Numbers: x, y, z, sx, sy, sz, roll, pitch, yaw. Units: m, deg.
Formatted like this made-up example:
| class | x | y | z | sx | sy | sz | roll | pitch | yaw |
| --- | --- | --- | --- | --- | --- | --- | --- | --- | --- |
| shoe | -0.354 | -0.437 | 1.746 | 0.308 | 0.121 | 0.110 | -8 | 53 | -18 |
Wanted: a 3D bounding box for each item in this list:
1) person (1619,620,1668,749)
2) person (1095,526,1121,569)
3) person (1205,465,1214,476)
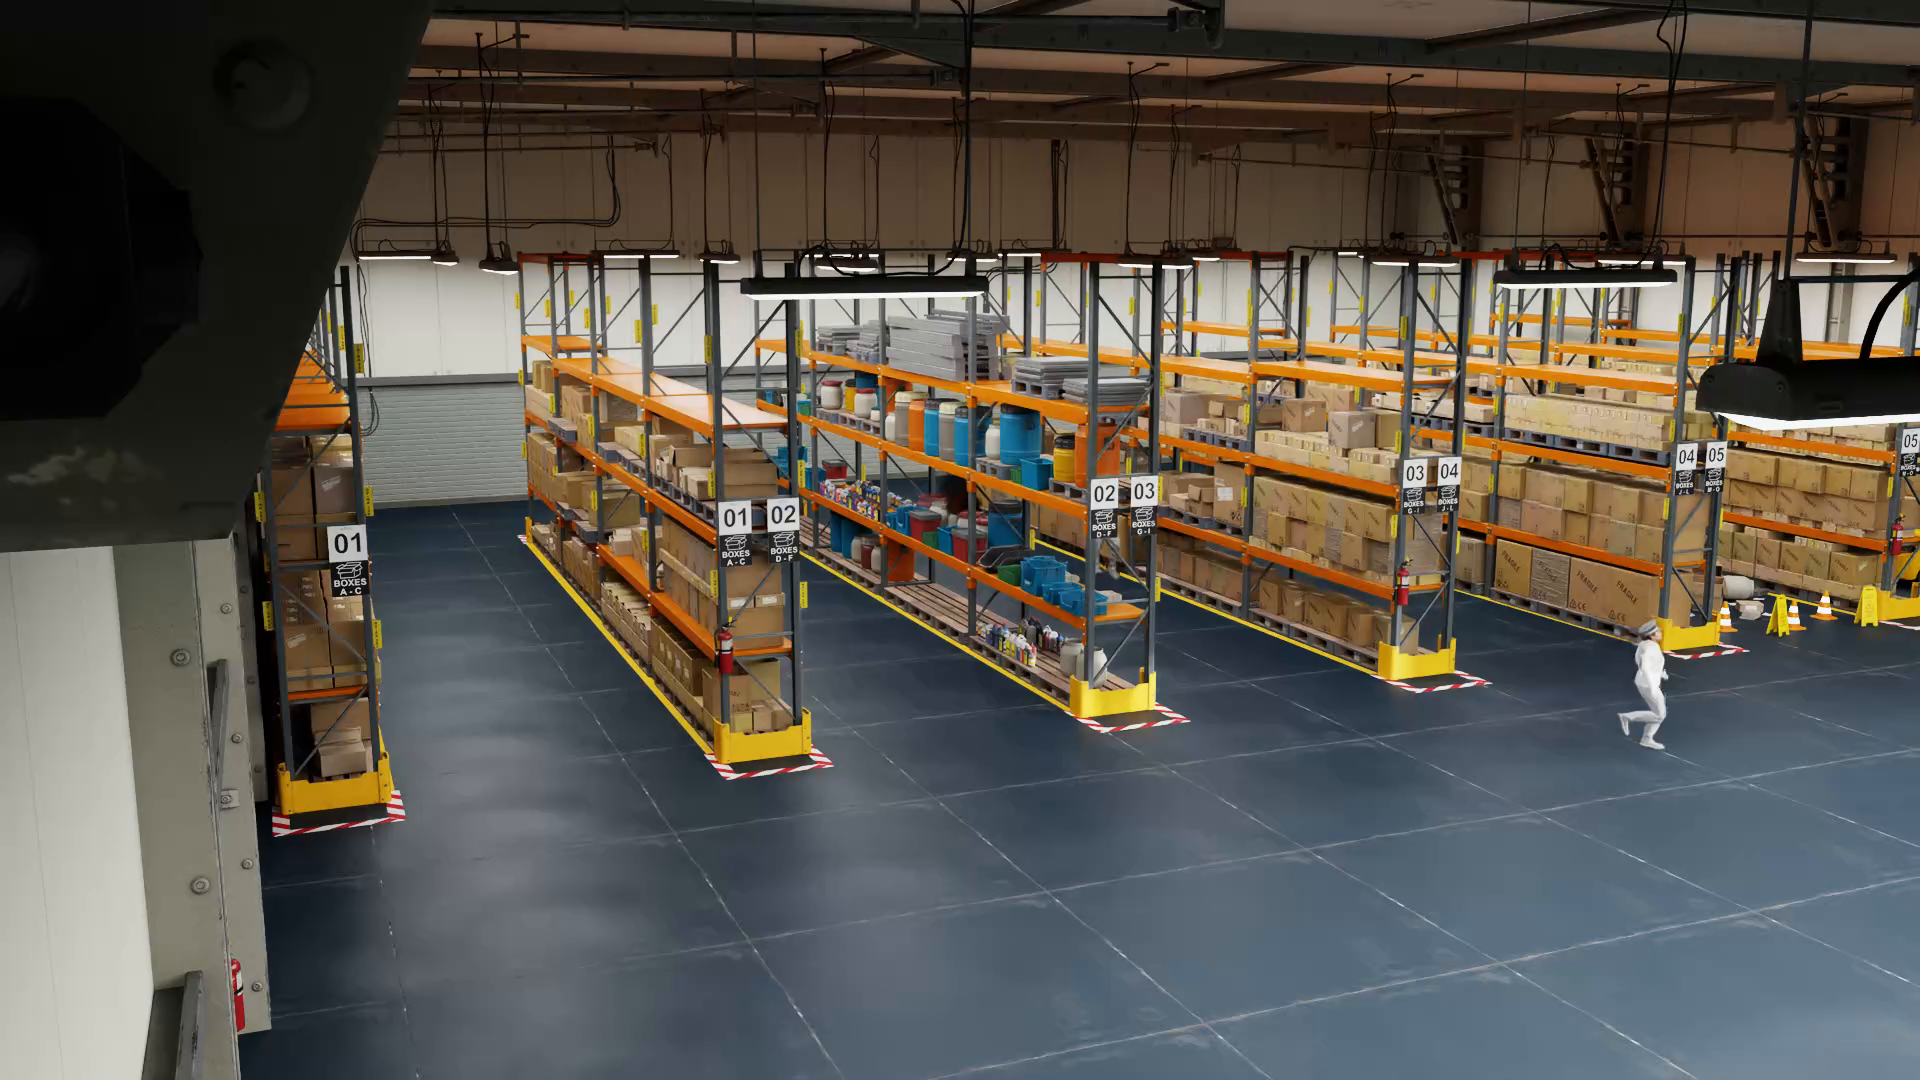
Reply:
| class | x | y | z | sx | sy | sz | roll | pitch | yaw |
| --- | --- | --- | --- | --- | --- | --- | --- | --- | --- |
| person | 8.527 | 1.792 | 20.712 | 0.582 | 1.637 | 0.622 | 2 | 11 | 13 |
| person | 2.598 | -0.319 | 29.820 | 0.640 | 1.684 | 0.546 | -5 | 11 | -24 |
| person | 6.537 | -2.100 | 42.052 | 0.665 | 1.454 | 0.715 | -5 | 11 | -25 |
